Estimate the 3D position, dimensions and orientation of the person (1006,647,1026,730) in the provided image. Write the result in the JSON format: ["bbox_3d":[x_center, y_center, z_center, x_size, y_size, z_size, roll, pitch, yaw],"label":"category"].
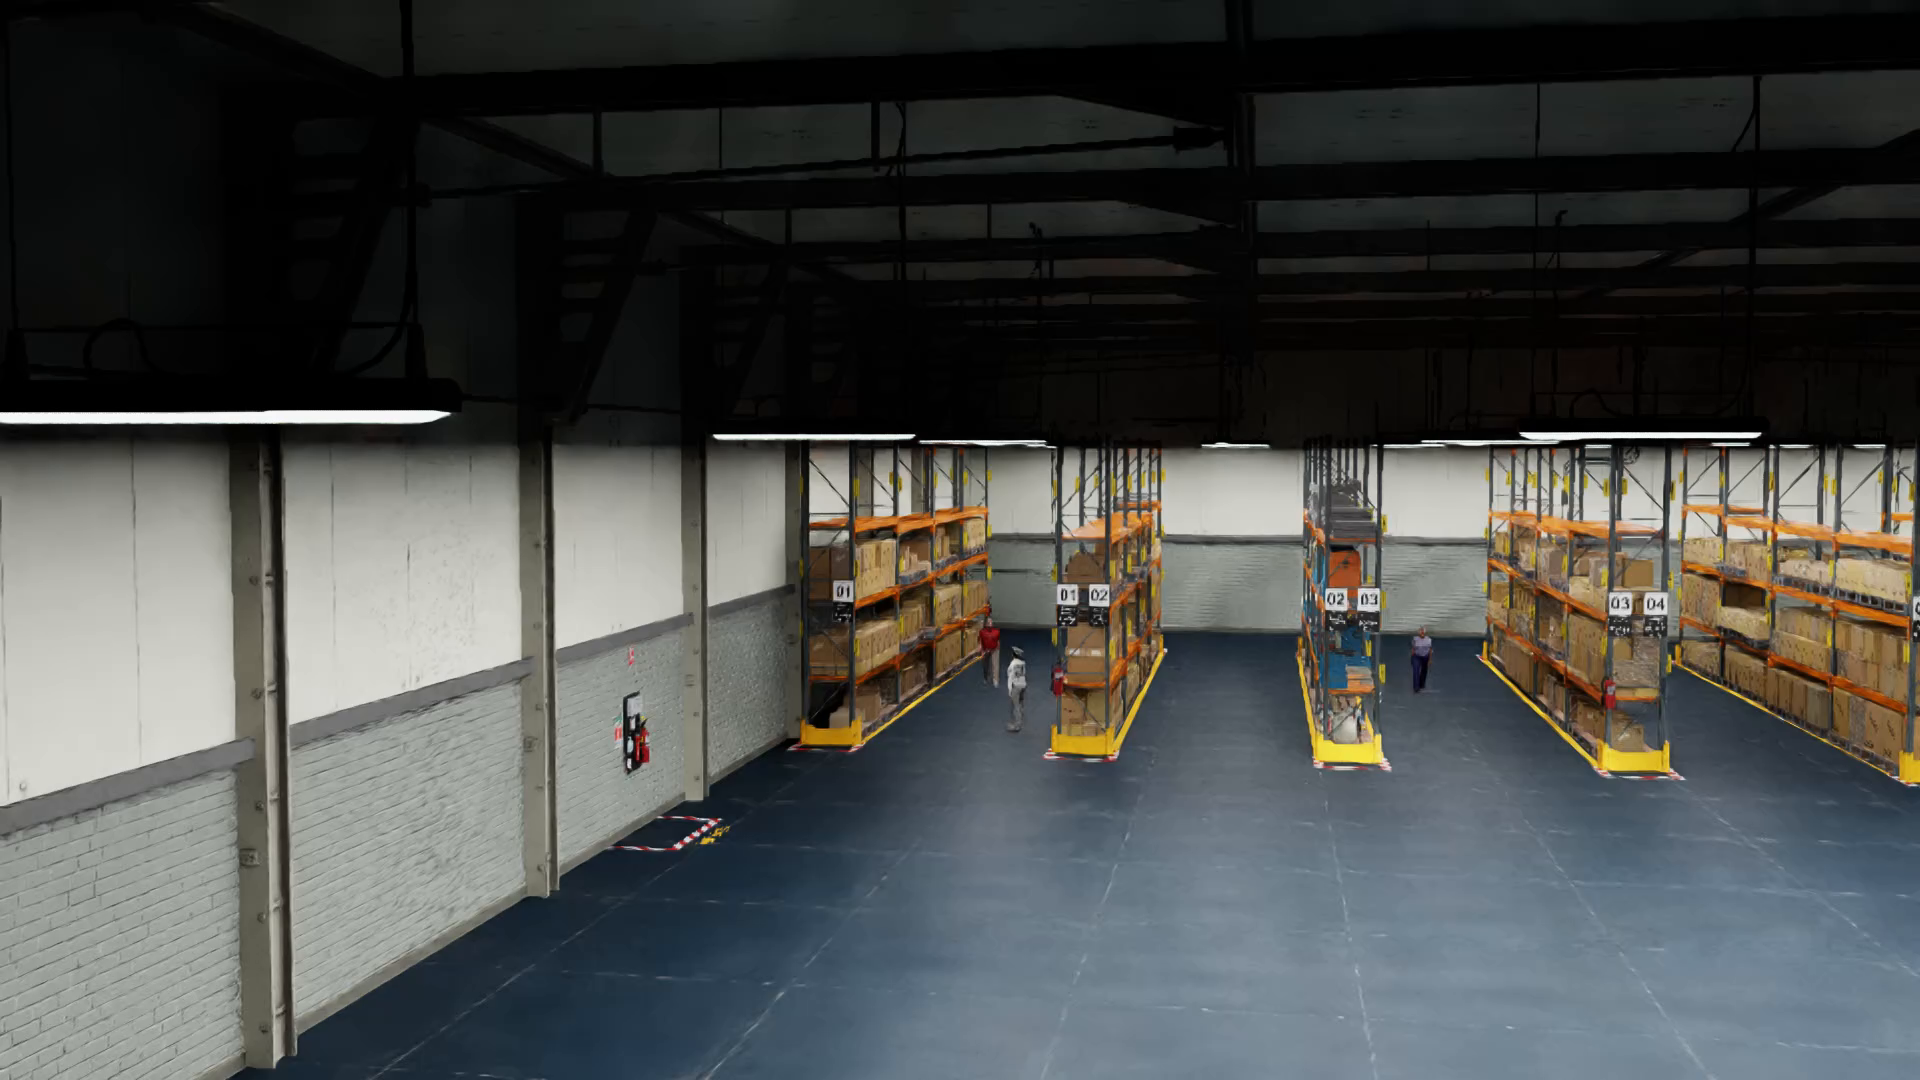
[{"bbox_3d":[1.123,3.032,34.078,0.458,1.677,0.525,3,4,39],"label":"person"}]

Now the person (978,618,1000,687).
[{"bbox_3d":[0.708,2.705,40.181,0.536,1.656,1.036,0,3,2],"label":"person"}]

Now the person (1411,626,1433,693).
[{"bbox_3d":[10.901,2.799,39.232,0.479,1.563,1.072,0,3,8],"label":"person"}]

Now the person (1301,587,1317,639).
[{"bbox_3d":[10.402,2.193,49.251,0.715,1.723,0.838,-1,3,-11],"label":"person"}]
